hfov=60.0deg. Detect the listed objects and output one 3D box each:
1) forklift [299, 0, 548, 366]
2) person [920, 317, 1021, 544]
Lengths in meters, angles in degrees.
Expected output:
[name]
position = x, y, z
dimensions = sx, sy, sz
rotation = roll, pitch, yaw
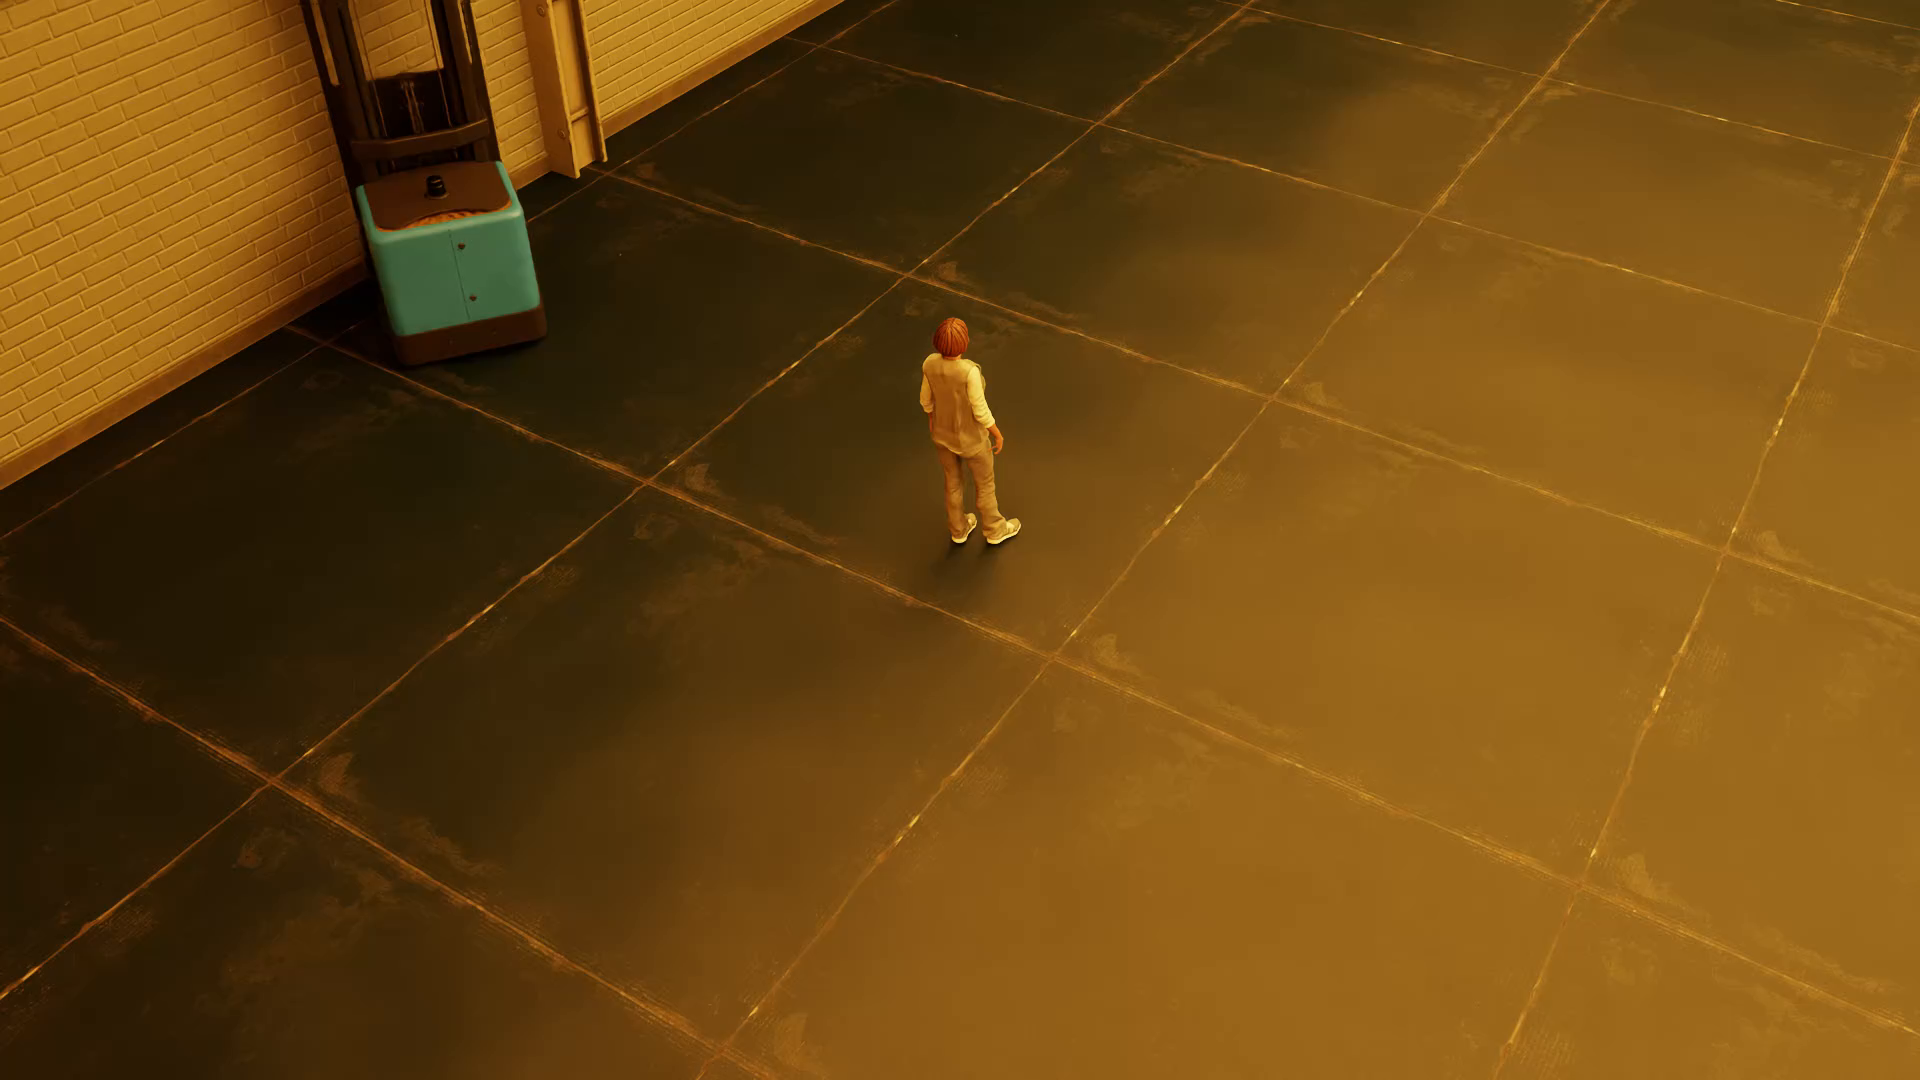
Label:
[forklift]
position = -3.978, -3.287, 11.845
dimensions = 1.130, 2.935, 3.031
rotation = -15, 43, -17
[person]
position = 0.051, -0.650, 9.754
dimensions = 0.520, 1.597, 0.475
rotation = 22, 45, 24
